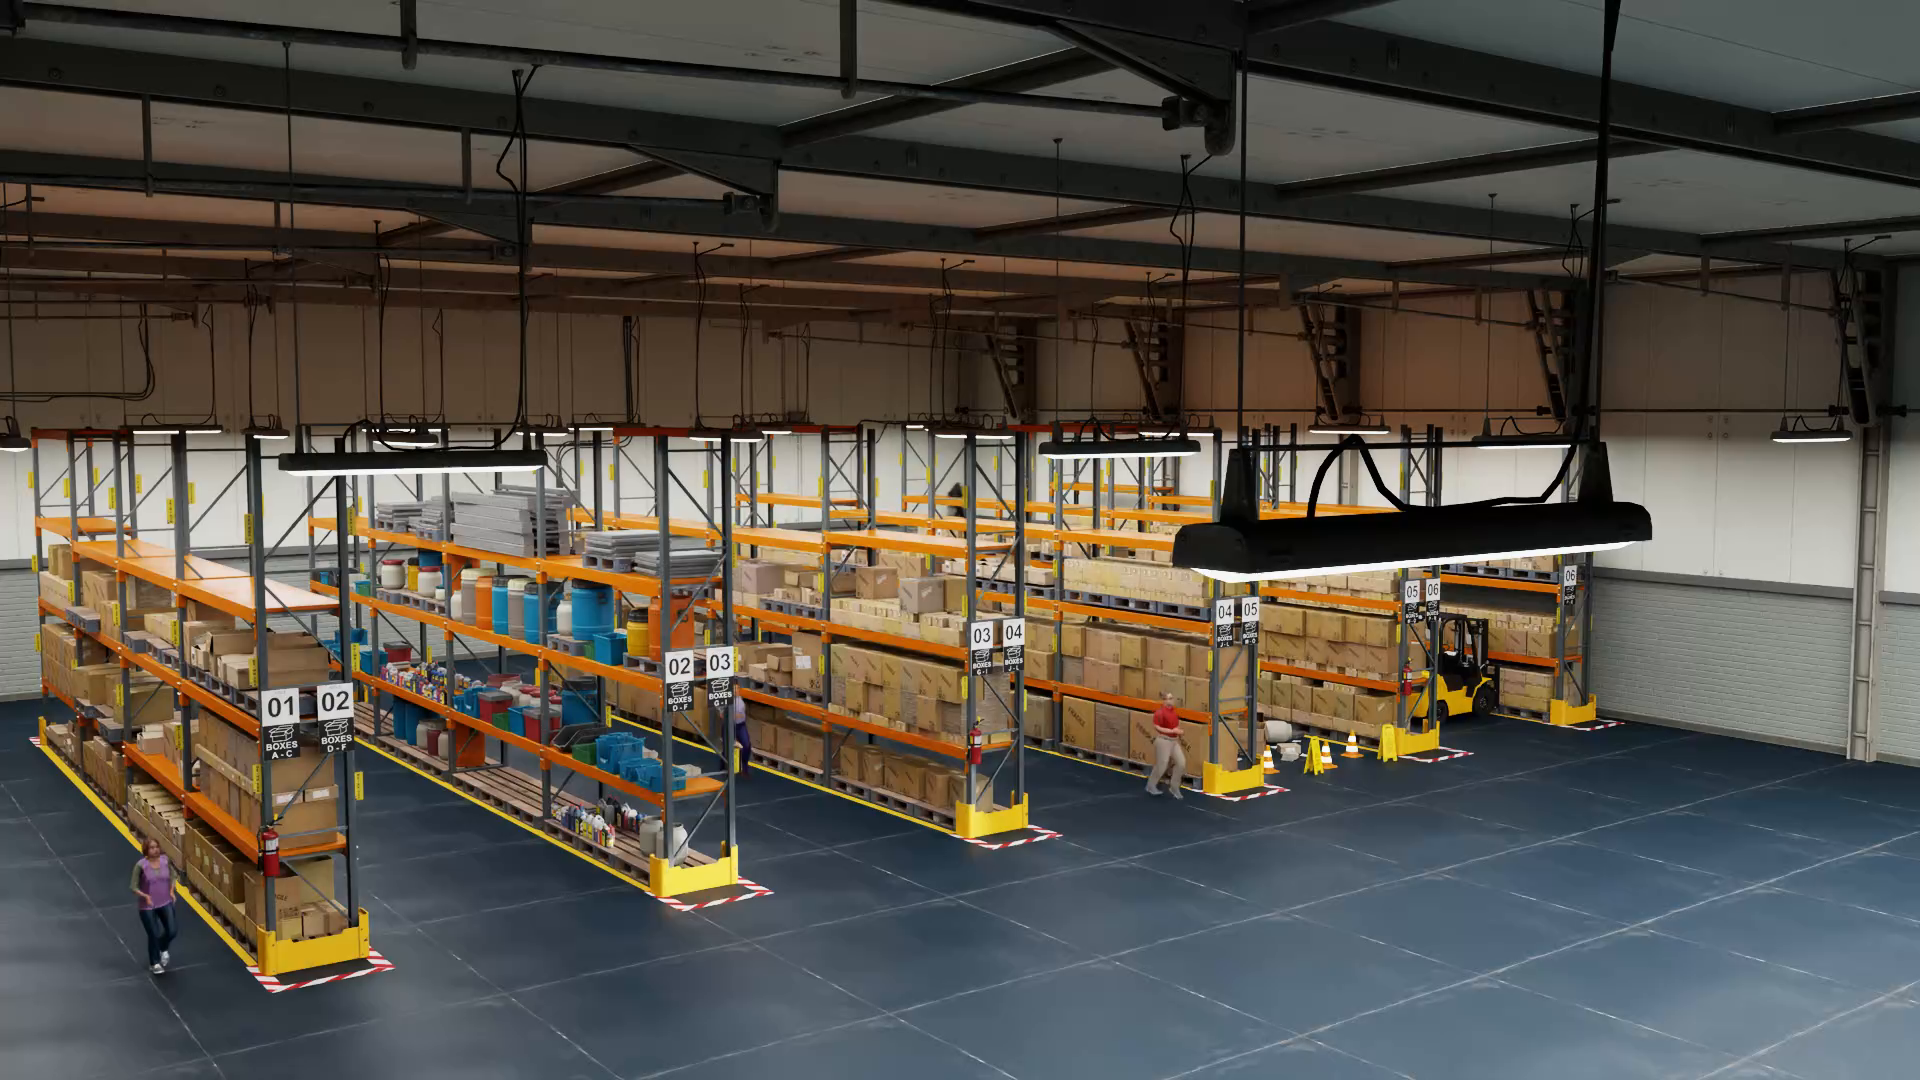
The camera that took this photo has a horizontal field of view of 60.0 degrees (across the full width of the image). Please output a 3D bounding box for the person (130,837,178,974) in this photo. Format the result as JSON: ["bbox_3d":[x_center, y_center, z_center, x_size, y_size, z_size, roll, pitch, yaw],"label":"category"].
[{"bbox_3d":[-8.955,4.089,18.554,0.518,1.556,0.519,-4,6,-42],"label":"person"}]

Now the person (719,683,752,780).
[{"bbox_3d":[-3.878,3.291,28.542,0.583,1.695,0.746,-4,6,-39],"label":"person"}]

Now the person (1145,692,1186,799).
[{"bbox_3d":[3.362,3.367,27.095,0.700,1.803,0.660,4,6,39],"label":"person"}]
